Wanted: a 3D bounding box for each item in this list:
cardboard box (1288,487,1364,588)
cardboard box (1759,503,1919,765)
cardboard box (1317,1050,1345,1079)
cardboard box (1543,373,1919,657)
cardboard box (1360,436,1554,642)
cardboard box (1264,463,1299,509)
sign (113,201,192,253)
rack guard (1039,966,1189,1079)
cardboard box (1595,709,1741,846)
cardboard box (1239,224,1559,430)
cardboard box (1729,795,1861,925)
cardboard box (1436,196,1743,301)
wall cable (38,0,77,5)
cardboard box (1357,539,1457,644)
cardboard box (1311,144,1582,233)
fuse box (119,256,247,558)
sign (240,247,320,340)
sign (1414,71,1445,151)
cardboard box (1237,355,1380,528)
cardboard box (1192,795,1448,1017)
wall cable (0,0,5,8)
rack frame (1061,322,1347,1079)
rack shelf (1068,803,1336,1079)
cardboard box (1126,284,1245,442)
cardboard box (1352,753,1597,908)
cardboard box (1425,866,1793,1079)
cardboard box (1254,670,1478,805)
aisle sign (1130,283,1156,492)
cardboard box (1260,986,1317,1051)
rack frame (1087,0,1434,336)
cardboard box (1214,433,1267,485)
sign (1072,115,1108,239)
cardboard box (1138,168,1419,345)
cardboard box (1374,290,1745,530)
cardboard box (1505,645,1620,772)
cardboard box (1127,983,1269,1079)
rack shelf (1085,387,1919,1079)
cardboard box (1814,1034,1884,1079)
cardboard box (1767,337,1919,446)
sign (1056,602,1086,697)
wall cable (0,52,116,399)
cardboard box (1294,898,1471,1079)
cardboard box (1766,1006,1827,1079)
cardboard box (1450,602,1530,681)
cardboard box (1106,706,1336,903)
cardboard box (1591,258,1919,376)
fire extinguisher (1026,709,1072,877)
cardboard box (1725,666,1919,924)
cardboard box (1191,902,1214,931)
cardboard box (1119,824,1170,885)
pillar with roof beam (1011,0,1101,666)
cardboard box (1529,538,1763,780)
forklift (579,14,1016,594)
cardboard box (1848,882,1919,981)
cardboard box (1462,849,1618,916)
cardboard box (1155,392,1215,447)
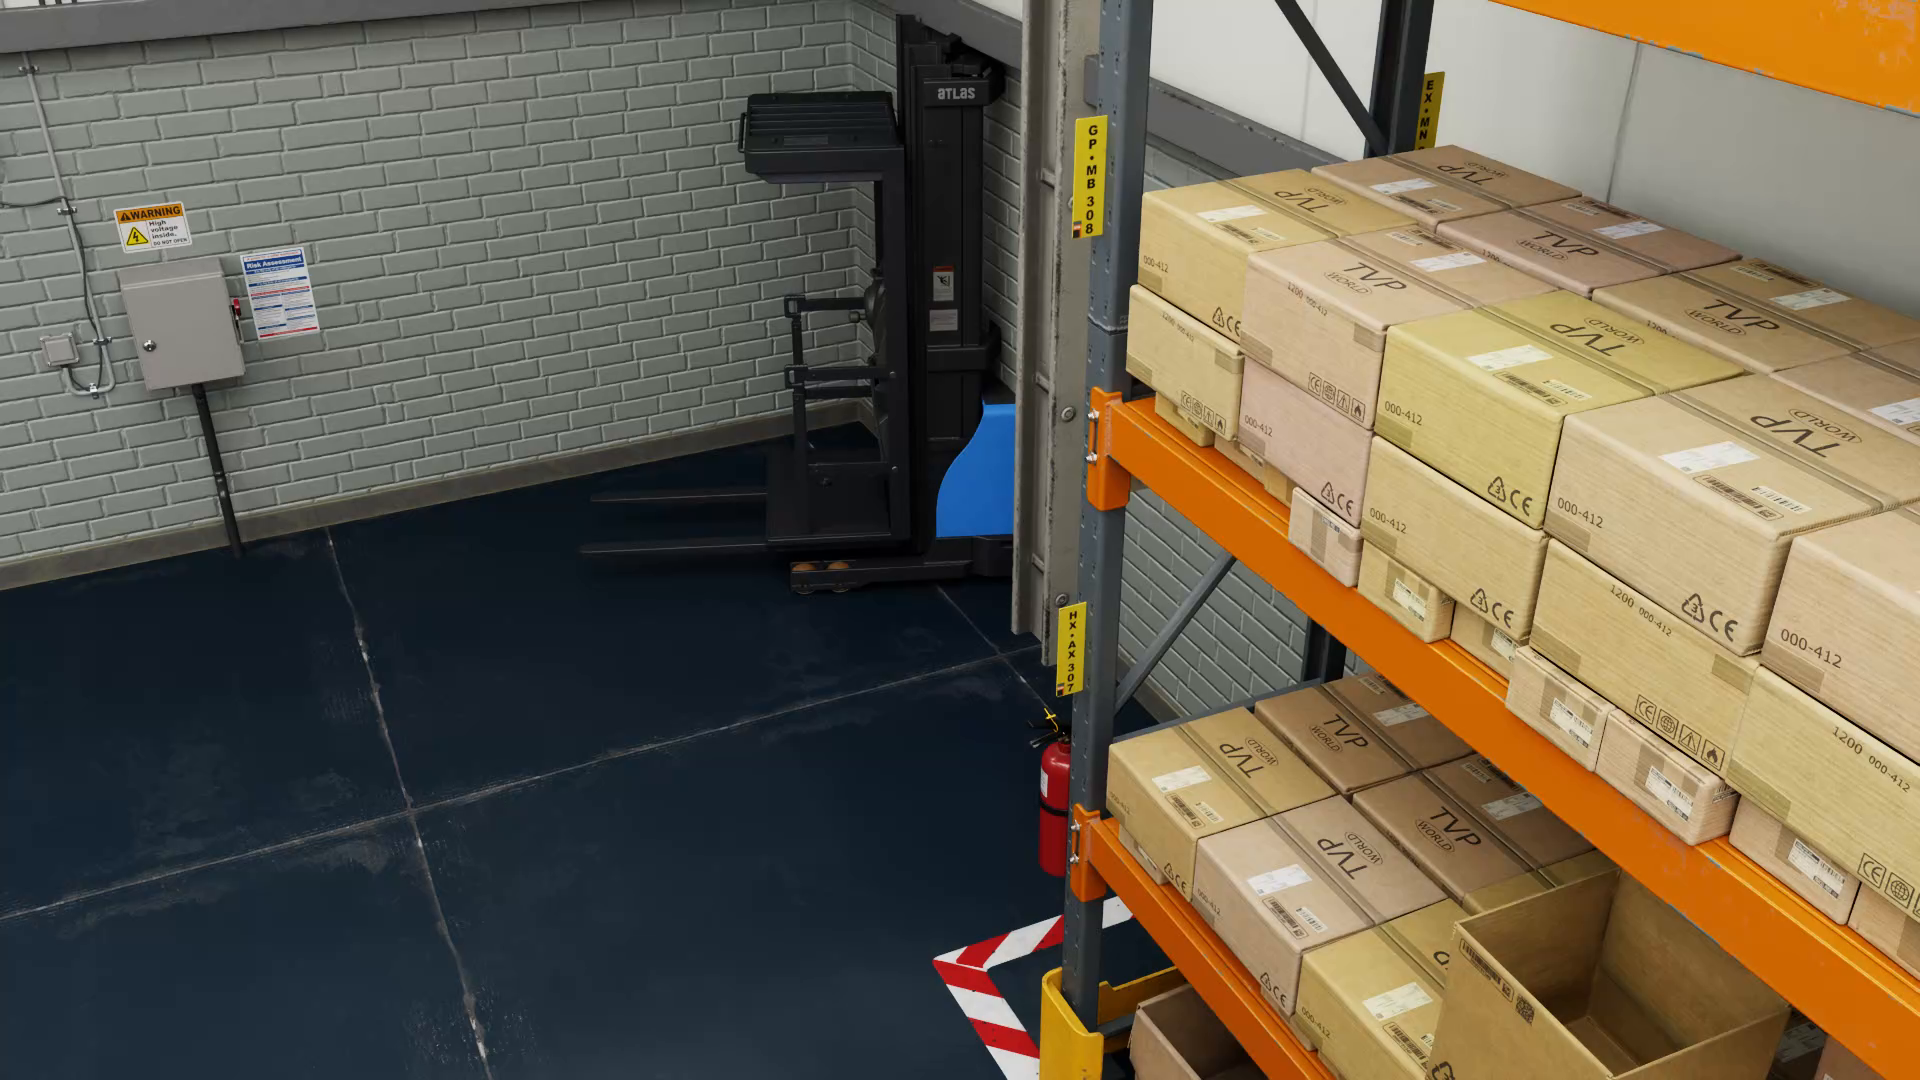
[{"bbox_3d":[1.011,-0.044,3.951,0.380,0.149,0.250,-12,32,-21],"label":"cardboard box"},{"bbox_3d":[1.687,0.162,2.665,0.500,0.250,0.500,-12,32,-21],"label":"cardboard box"},{"bbox_3d":[1.200,1.371,4.495,0.380,0.149,0.250,-13,32,-21],"label":"cardboard box"},{"bbox_3d":[1.461,-0.065,3.070,0.500,0.250,0.500,-12,32,-21],"label":"cardboard box"},{"bbox_3d":[1.229,-0.064,3.580,0.500,0.250,0.500,-14,32,-23],"label":"cardboard box"},{"bbox_3d":[0.997,-0.175,4.186,0.380,0.149,0.250,-13,32,-22],"label":"cardboard box"},{"bbox_3d":[-4.263,-1.652,8.785,0.339,0.242,0.001,-13,32,-22],"label":"sign"},{"bbox_3d":[0.872,1.730,6.153,1.175,0.500,0.348,-13,32,-22],"label":"rack guard"},{"bbox_3d":[1.448,0.404,3.153,0.380,0.149,0.250,-12,32,-21],"label":"cardboard box"},{"bbox_3d":[1.005,-0.507,3.858,0.500,0.250,0.500,-13,32,-22],"label":"cardboard box"},{"bbox_3d":[1.623,0.505,2.973,0.380,0.149,0.250,-13,32,-21],"label":"cardboard box"},{"bbox_3d":[1.505,-0.617,4.054,0.500,0.250,0.500,-14,32,-23],"label":"cardboard box"},{"bbox_3d":[-3.126,-4.161,7.932,2.988,3.039,0.133,-13,32,-22],"label":"wall cable"},{"bbox_3d":[1.130,0.070,3.748,0.380,0.149,0.250,-13,32,-22],"label":"cardboard box"},{"bbox_3d":[1.283,-0.847,4.464,0.500,0.250,0.500,-14,32,-23],"label":"cardboard box"},{"bbox_3d":[-4.124,-0.650,9.160,0.539,1.711,0.414,-13,32,-22],"label":"fuse box"},{"bbox_3d":[-3.767,-1.366,9.216,0.329,0.494,0.001,-13,32,-22],"label":"sign"},{"bbox_3d":[1.349,-1.196,4.843,0.100,0.325,0.005,-13,32,-22],"label":"sign"},{"bbox_3d":[1.020,-0.293,3.987,0.500,0.250,0.500,-12,32,-21],"label":"cardboard box"},{"bbox_3d":[1.008,1.022,4.710,0.500,0.250,0.500,-13,32,-21],"label":"cardboard box"},{"bbox_3d":[-5.658,-3.577,6.928,2.355,3.000,0.029,-13,32,-22],"label":"wall cable"},{"bbox_3d":[0.840,0.606,5.602,1.000,3.000,0.127,-13,32,-22],"label":"rack frame"},{"bbox_3d":[1.698,1.804,4.202,1.077,0.370,4.000,-13,32,-22],"label":"rack shelf"},{"bbox_3d":[0.783,-0.513,4.380,0.500,0.250,0.500,-13,32,-23],"label":"cardboard box"},{"bbox_3d":[1.497,0.918,4.896,0.500,0.250,0.500,-13,32,-22],"label":"cardboard box"},{"bbox_3d":[1.435,1.135,3.742,0.500,0.500,0.500,-12,32,-21],"label":"cardboard box"},{"bbox_3d":[1.277,0.690,5.303,0.500,0.250,0.500,-12,31,-21],"label":"cardboard box"},{"bbox_3d":[0.545,-0.496,4.910,0.394,0.787,0.004,-13,32,-22],"label":"aisle sign"},{"bbox_3d":[1.081,1.255,4.702,0.380,0.149,0.250,-12,31,-20],"label":"cardboard box"},{"bbox_3d":[0.840,-2.010,4.134,1.000,3.000,0.127,-13,32,-22],"label":"rack frame"},{"bbox_3d":[0.903,-0.292,4.395,0.380,0.149,0.250,-12,32,-21],"label":"cardboard box"},{"bbox_3d":[0.350,-0.969,4.451,0.100,0.325,0.005,-13,32,-22],"label":"sign"},{"bbox_3d":[0.803,-0.736,4.266,0.500,0.250,0.500,-13,32,-23],"label":"cardboard box"},{"bbox_3d":[1.233,-0.288,3.468,0.500,0.250,0.500,-14,32,-23],"label":"cardboard box"},{"bbox_3d":[1.337,0.295,3.347,0.380,0.149,0.250,-13,32,-22],"label":"cardboard box"},{"bbox_3d":[1.017,1.802,5.592,0.797,0.503,0.637,-14,32,-24],"label":"cardboard box"},{"bbox_3d":[1.698,0.495,3.468,1.077,0.370,4.000,-13,32,-22],"label":"rack shelf"},{"bbox_3d":[2.158,1.268,3.504,0.500,0.500,0.500,-14,32,-23],"label":"cardboard box"},{"bbox_3d":[1.926,-0.165,3.248,0.500,0.250,0.500,-13,32,-22],"label":"cardboard box"},{"bbox_3d":[0.350,0.343,5.187,0.100,0.325,0.005,-13,32,-22],"label":"sign"},{"bbox_3d":[-4.808,-1.582,8.465,0.588,1.984,0.122,-13,32,-22],"label":"wall cable"},{"bbox_3d":[1.228,1.245,4.312,0.500,0.250,0.500,-14,32,-23],"label":"cardboard box"},{"bbox_3d":[1.930,1.368,4.092,0.500,0.250,0.500,-13,32,-22],"label":"cardboard box"},{"bbox_3d":[1.292,0.167,3.576,0.380,0.149,0.250,-13,32,-23],"label":"cardboard box"},{"bbox_3d":[0.791,0.799,5.107,0.500,0.250,0.500,-13,32,-22],"label":"cardboard box"},{"bbox_3d":[1.736,-0.391,3.652,0.500,0.250,0.500,-13,32,-21],"label":"cardboard box"},{"bbox_3d":[0.359,0.835,5.655,0.296,0.674,0.183,-13,32,-22],"label":"fire extinguisher"},{"bbox_3d":[1.681,0.384,2.781,0.500,0.250,0.500,-12,32,-21],"label":"cardboard box"},{"bbox_3d":[0.884,1.021,5.118,0.380,0.149,0.250,-12,32,-21],"label":"cardboard box"},{"bbox_3d":[0.733,0.919,5.301,0.380,0.149,0.250,-13,32,-22],"label":"cardboard box"},{"bbox_3d":[-3.392,-2.487,4.984,9.100,9.000,0.400,-13,32,-22],"label":"pillar with roof beam"},{"bbox_3d":[1.472,0.160,3.181,0.500,0.250,0.500,-14,32,-23],"label":"cardboard box"},{"bbox_3d":[-0.628,-1.250,8.982,3.031,2.935,1.130,-3,29,-5],"label":"forklift"},{"bbox_3d":[1.736,0.615,2.777,0.380,0.149,0.250,-12,31,-20],"label":"cardboard box"},{"bbox_3d":[1.705,1.137,4.504,0.500,0.250,0.500,-12,31,-20],"label":"cardboard box"},{"bbox_3d":[0.766,-0.403,4.591,0.380,0.149,0.250,-12,32,-21],"label":"cardboard box"}]
